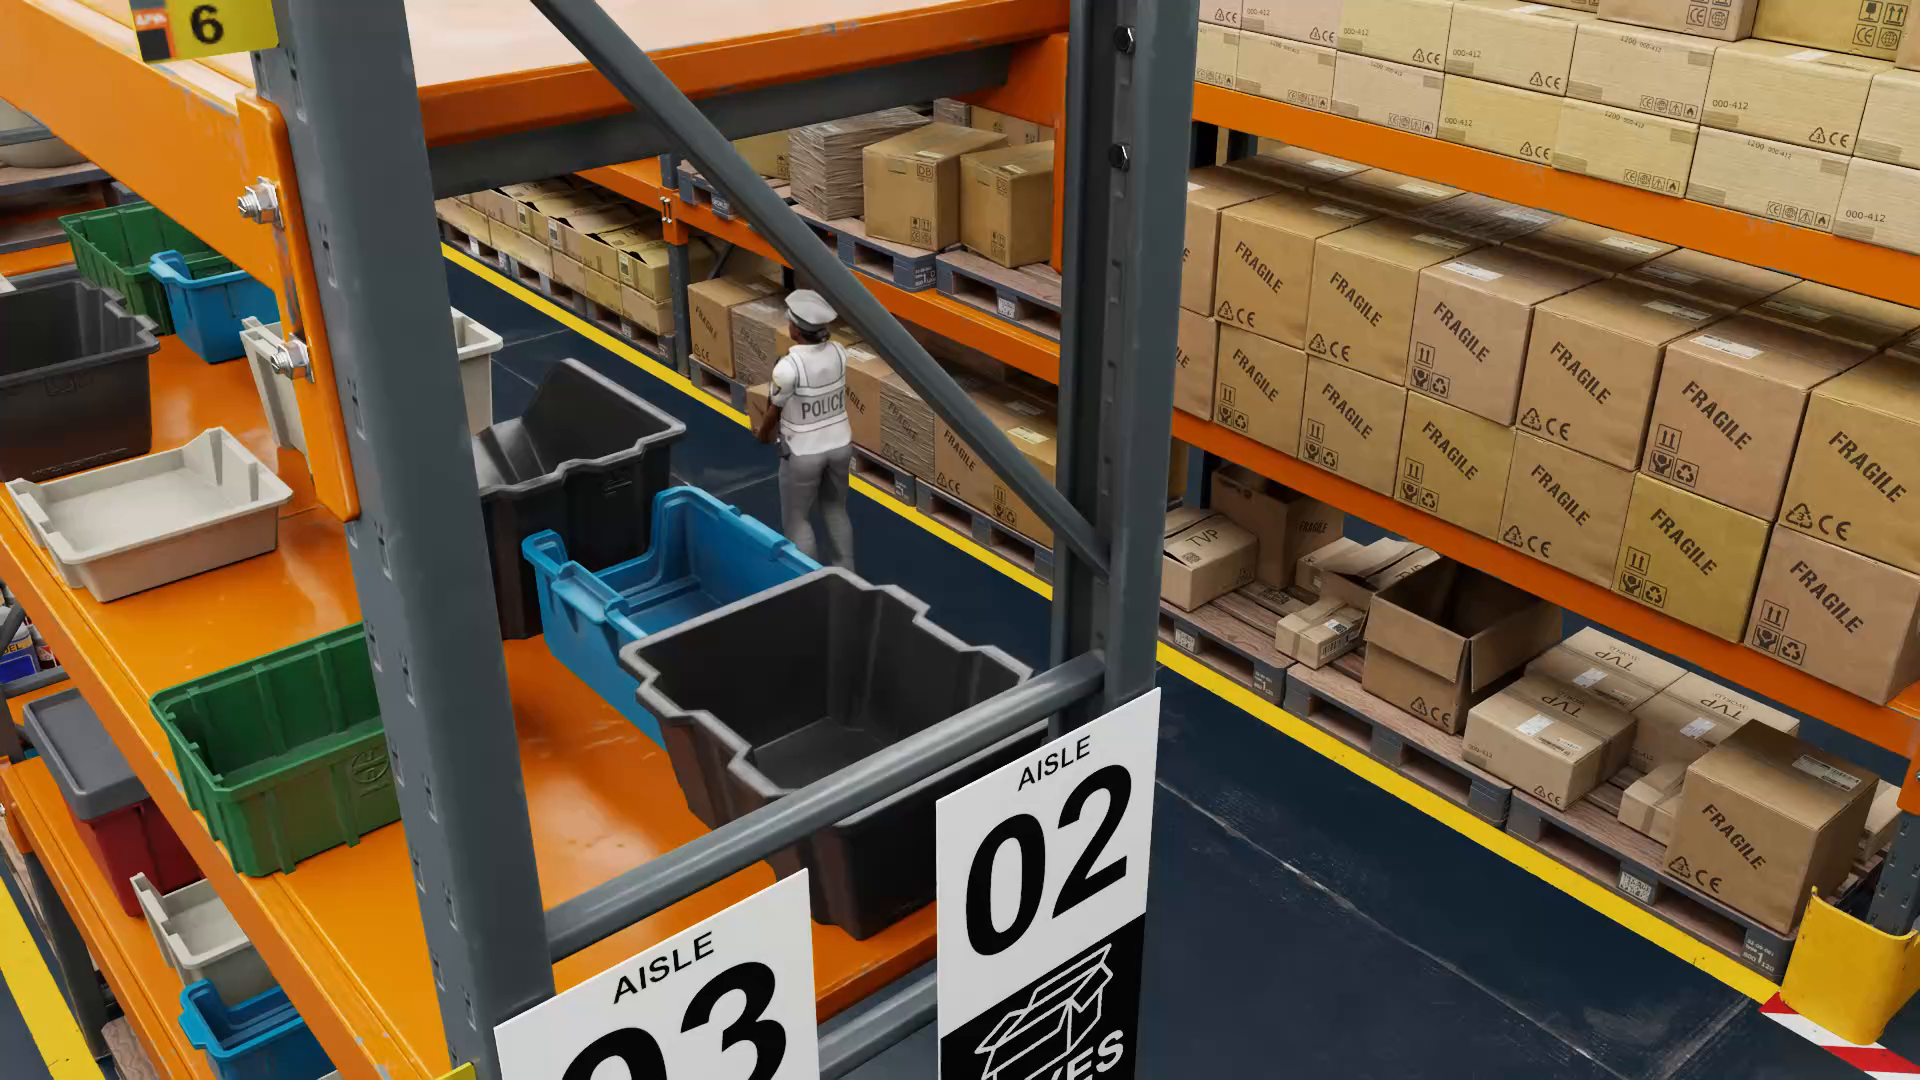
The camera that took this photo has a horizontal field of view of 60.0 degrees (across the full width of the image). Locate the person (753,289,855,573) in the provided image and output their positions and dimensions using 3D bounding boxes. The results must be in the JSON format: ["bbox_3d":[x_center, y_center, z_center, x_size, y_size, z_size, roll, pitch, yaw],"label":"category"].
[{"bbox_3d":[-0.801,-0.488,8.505,0.435,1.692,0.519,-22,36,-35],"label":"person"}]
